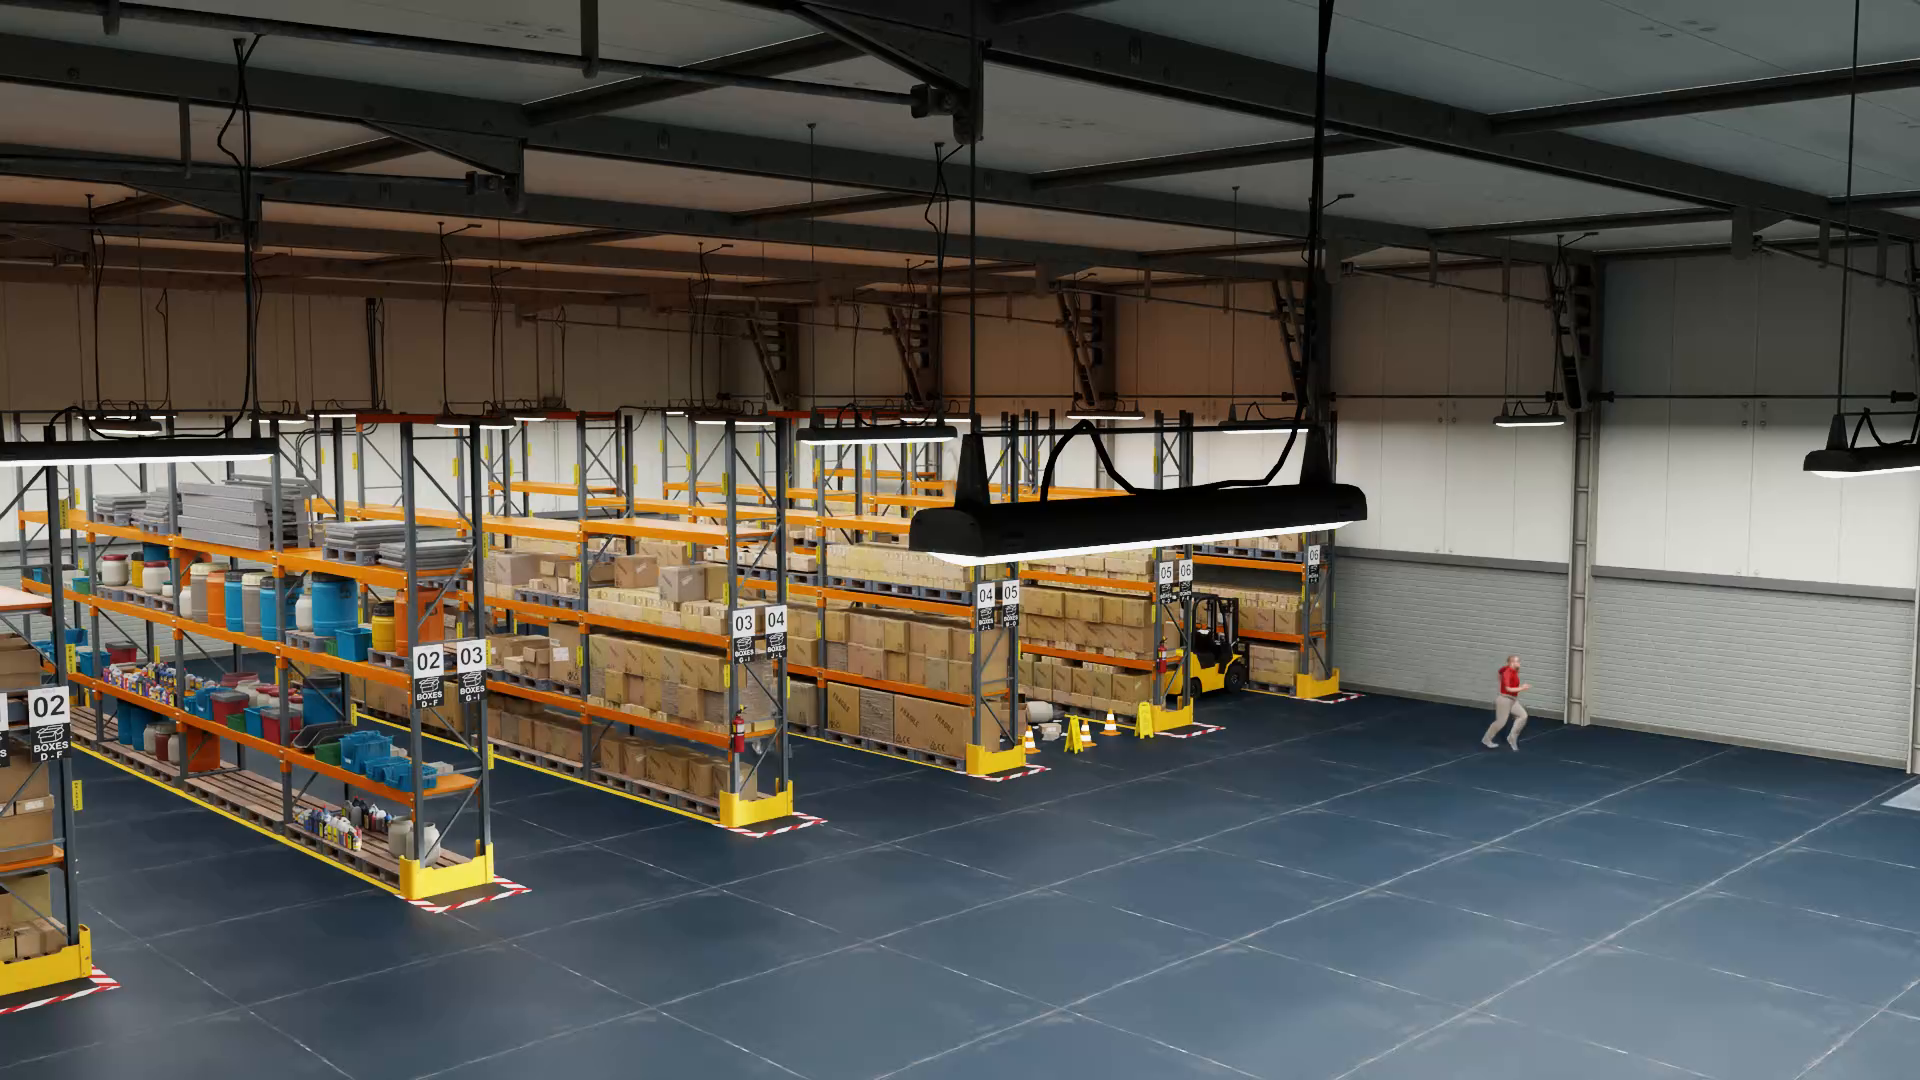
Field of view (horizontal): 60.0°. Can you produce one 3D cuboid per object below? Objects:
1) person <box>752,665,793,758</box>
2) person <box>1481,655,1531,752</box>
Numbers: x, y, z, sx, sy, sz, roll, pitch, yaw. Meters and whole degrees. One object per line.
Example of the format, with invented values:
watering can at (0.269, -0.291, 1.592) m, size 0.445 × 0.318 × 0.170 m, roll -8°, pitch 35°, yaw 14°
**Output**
person at (-3.294, 2.994, 29.088) m, size 0.778 × 1.628 × 0.565 m, roll 2°, pitch 5°, yaw 24°
person at (9.741, 2.915, 29.616) m, size 0.852 × 1.752 × 0.689 m, roll 3°, pitch 6°, yaw 30°
